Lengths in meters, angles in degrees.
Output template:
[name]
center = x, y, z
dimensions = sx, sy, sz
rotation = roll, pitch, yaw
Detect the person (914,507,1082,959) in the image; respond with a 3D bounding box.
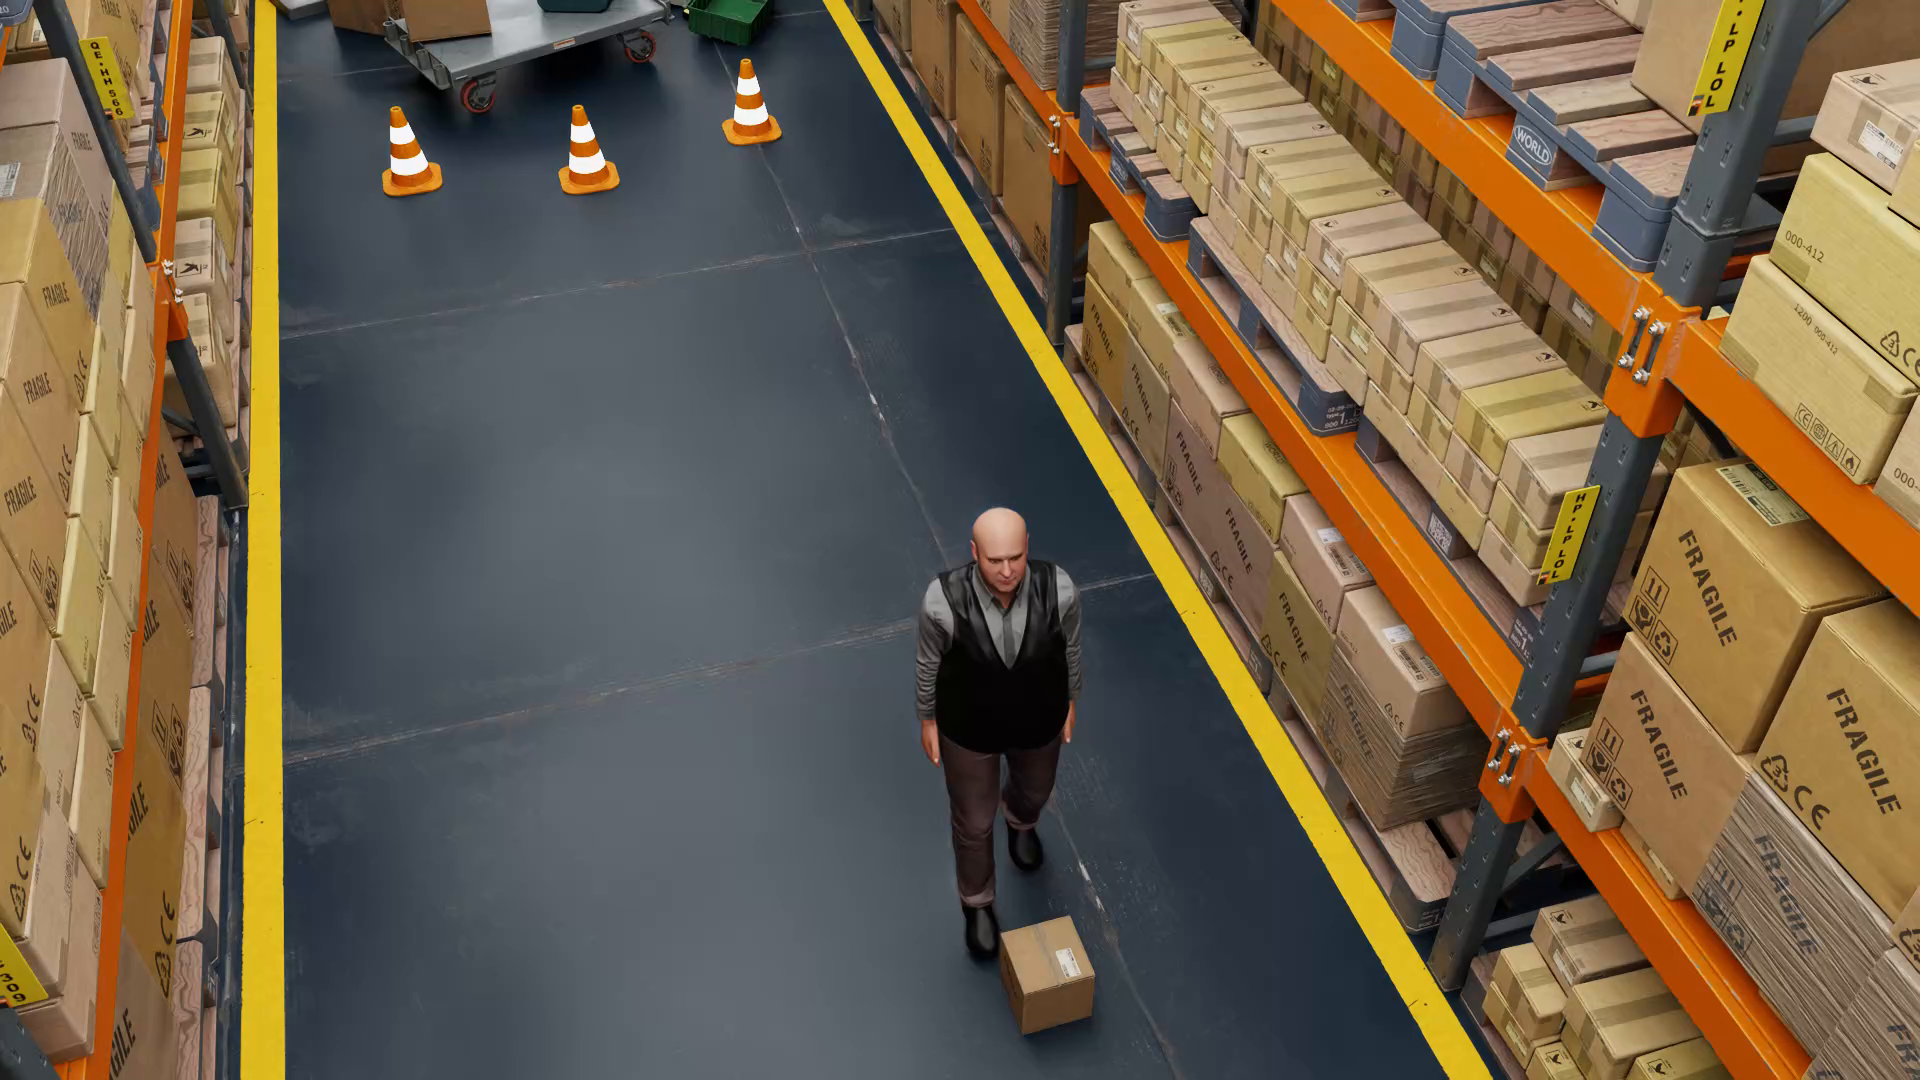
[person]
center = 0.139, 0.620, 5.484
dimensions = 0.559, 1.720, 0.657
rotation = -7, 42, -7
